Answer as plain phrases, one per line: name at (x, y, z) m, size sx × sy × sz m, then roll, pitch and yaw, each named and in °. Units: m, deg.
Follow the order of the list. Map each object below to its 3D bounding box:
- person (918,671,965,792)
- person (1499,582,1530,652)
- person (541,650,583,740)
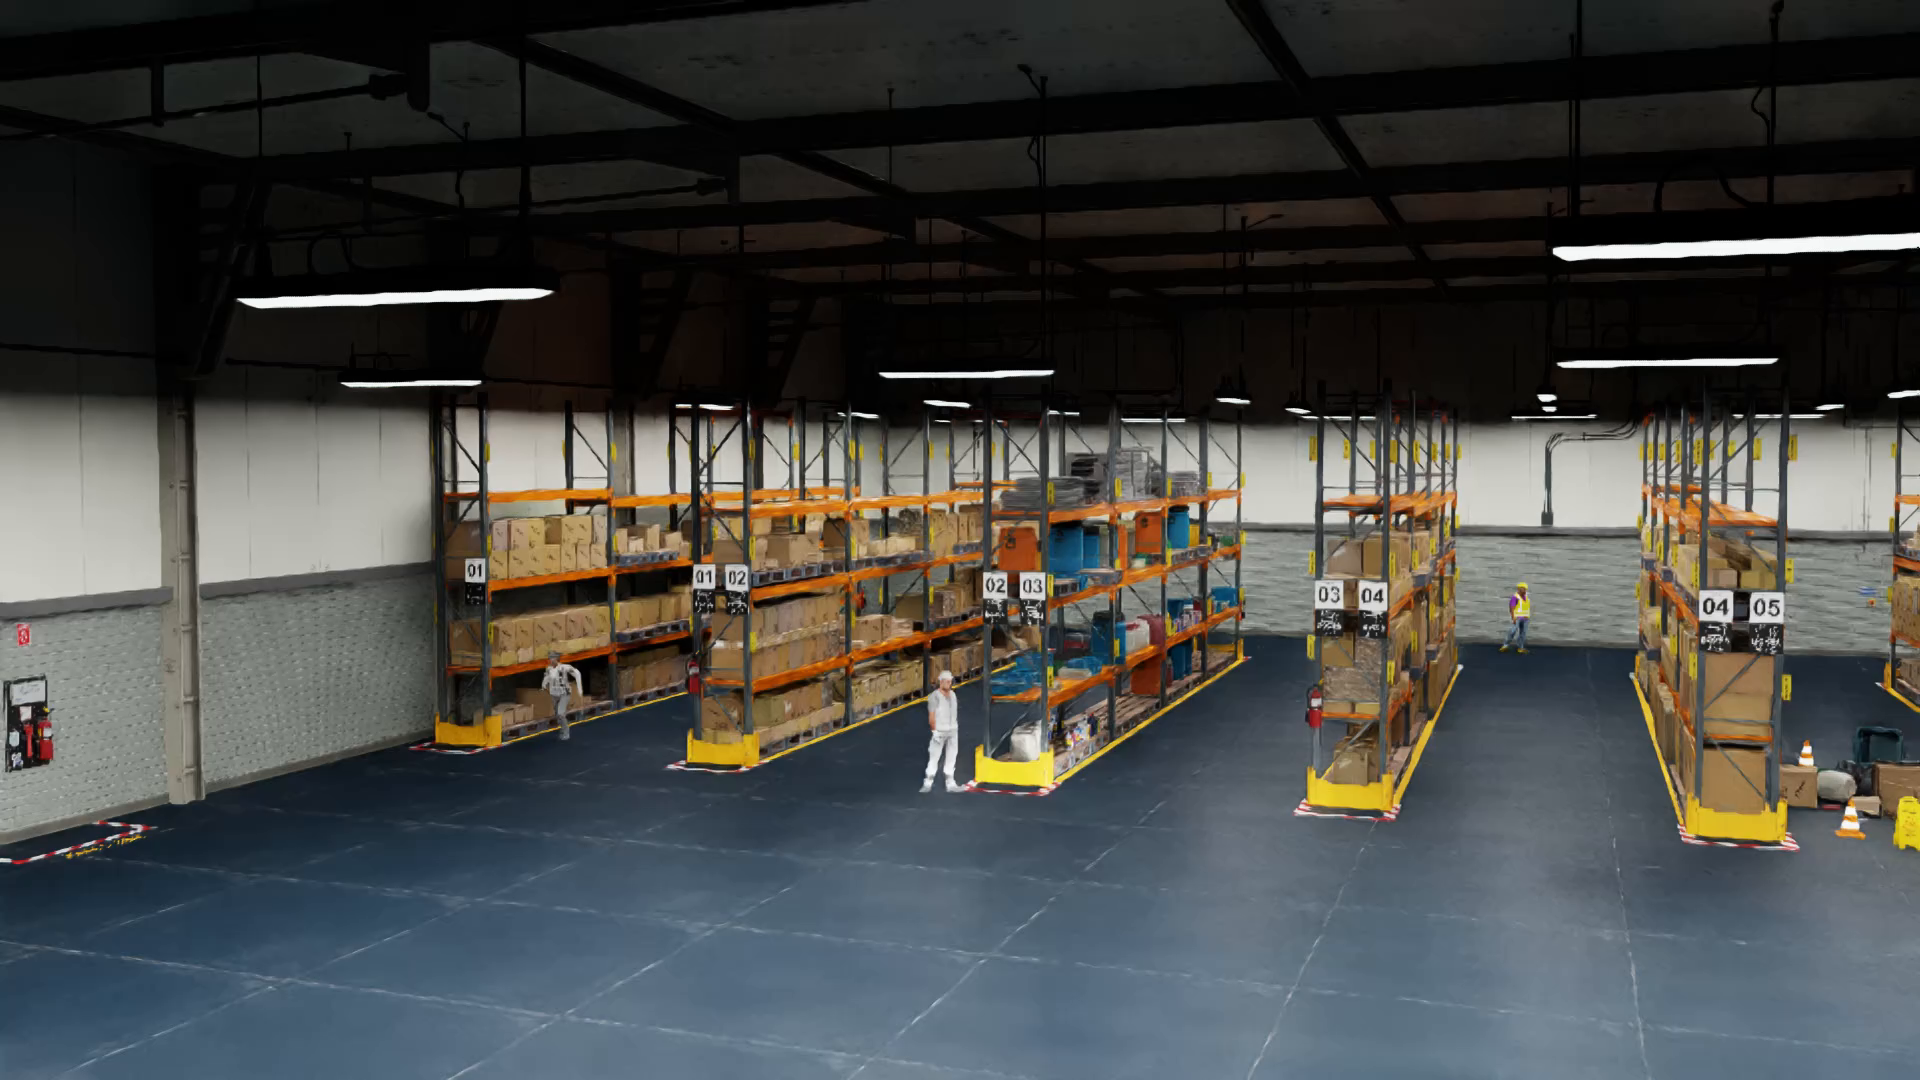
person at (-0.286, 2.812, 24.366) m, size 0.677 × 1.785 × 0.446 m, roll -2°, pitch 4°, yaw -38°
person at (13.842, 1.921, 41.446) m, size 0.743 × 1.761 × 0.501 m, roll -1°, pitch 3°, yaw -24°
person at (-6.896, 2.676, 28.673) m, size 0.615 × 1.607 × 0.801 m, roll 1°, pitch 3°, yaw 24°
